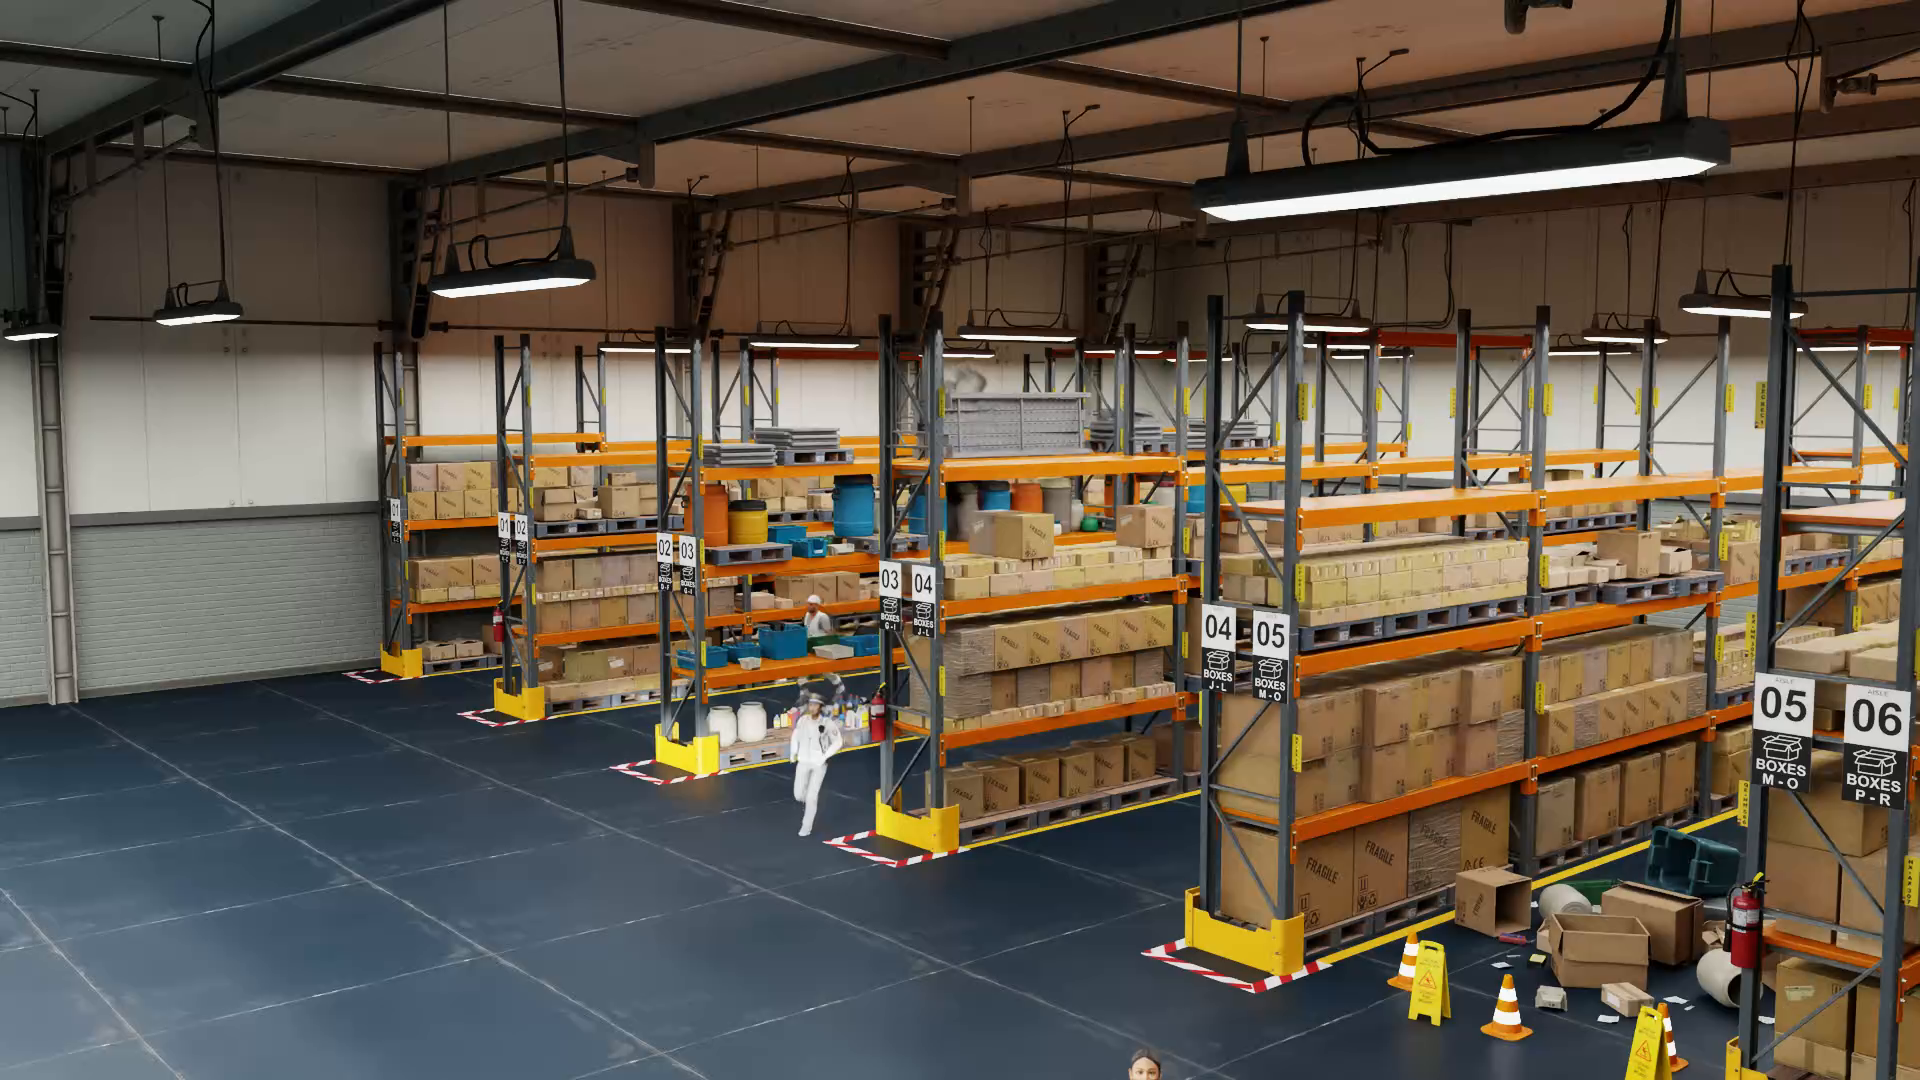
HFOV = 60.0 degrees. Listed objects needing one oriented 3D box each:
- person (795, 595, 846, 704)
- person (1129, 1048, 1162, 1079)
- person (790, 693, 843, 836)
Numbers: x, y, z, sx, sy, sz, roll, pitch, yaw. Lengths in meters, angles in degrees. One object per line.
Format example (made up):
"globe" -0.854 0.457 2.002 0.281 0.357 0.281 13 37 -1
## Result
"person" -2.223 1.732 26.195 0.607 1.767 0.960 4 7 40
"person" 1.009 3.540 8.934 0.661 1.617 0.570 1 5 6
"person" -1.680 2.587 19.394 0.639 1.661 0.532 2 5 18
